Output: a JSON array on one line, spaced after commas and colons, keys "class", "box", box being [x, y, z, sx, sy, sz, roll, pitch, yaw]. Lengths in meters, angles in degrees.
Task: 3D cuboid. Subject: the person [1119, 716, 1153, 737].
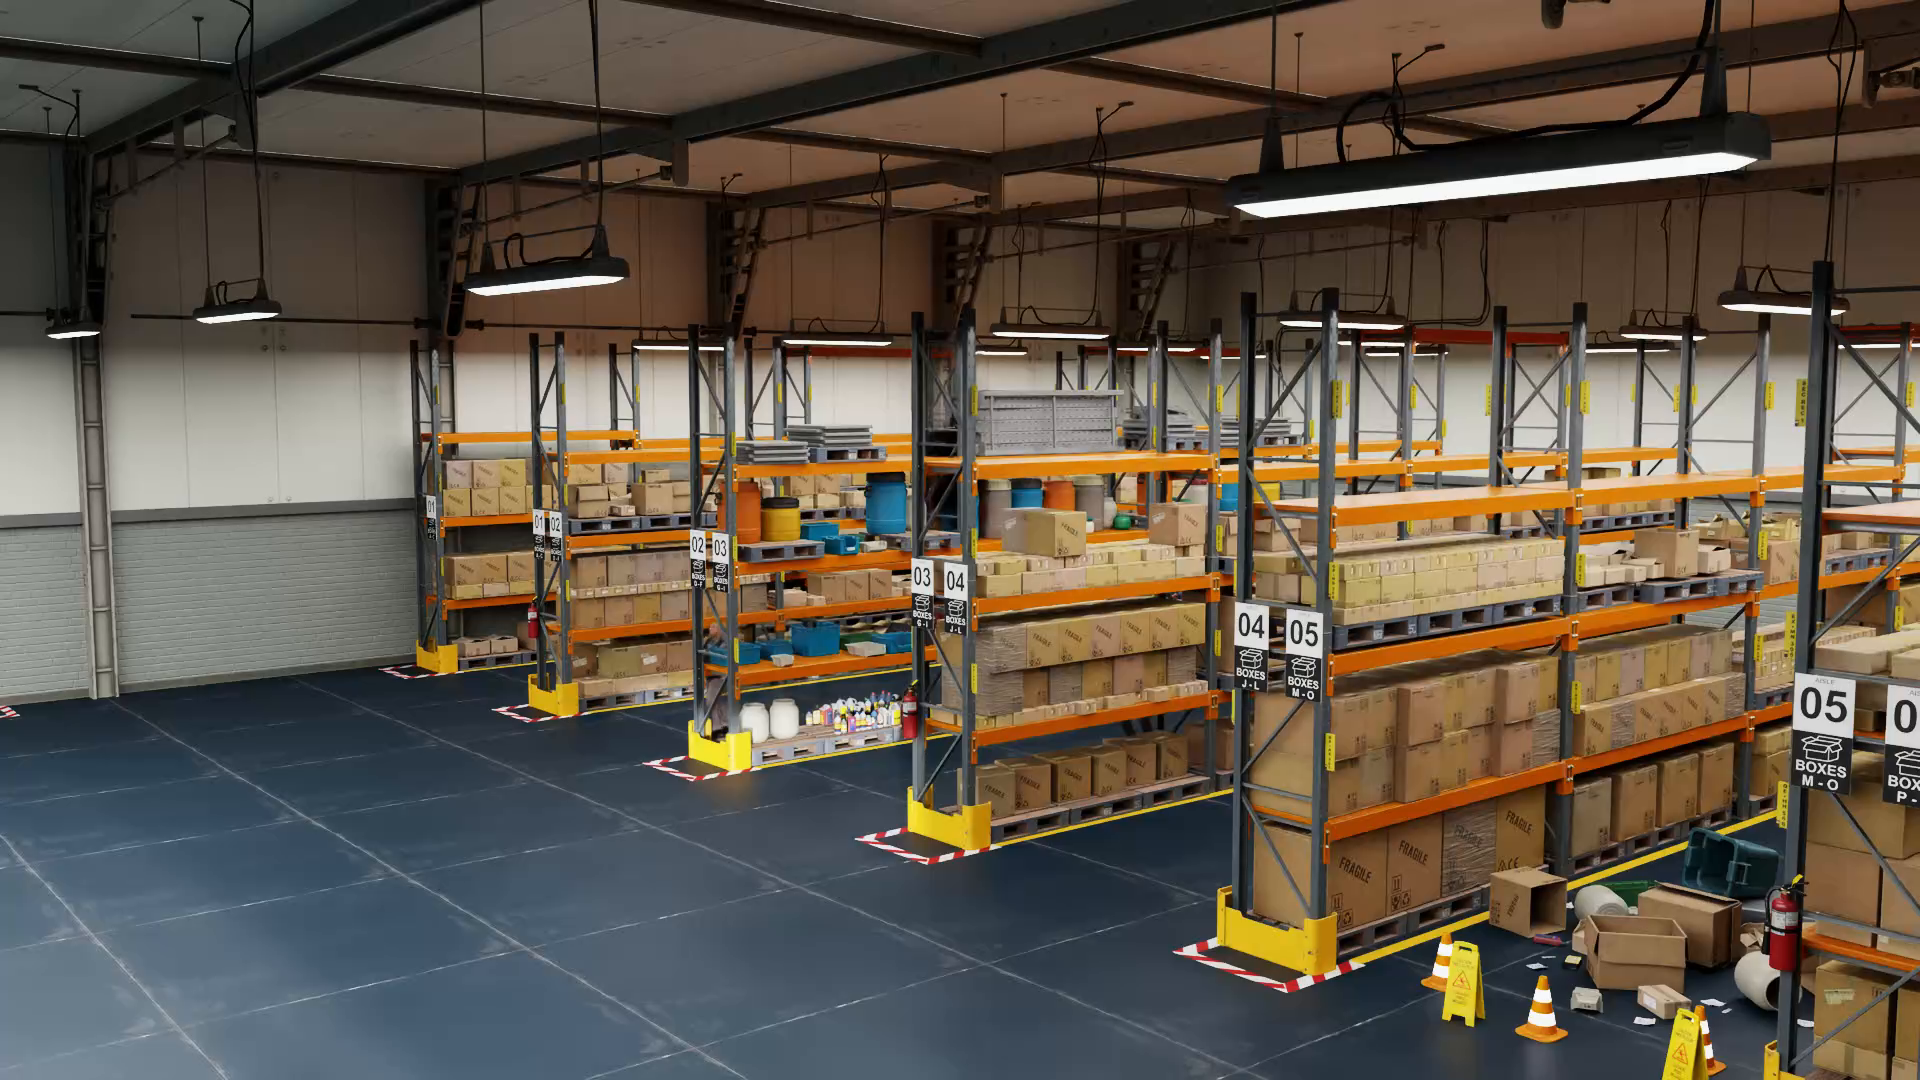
[{"class": "person", "box": [2.481, 2.182, 23.391, 0.684, 1.657, 0.548, -5, 7, -42]}]

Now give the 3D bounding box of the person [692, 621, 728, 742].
[{"class": "person", "box": [-3.581, 2.069, 24.293, 0.709, 1.772, 0.637, -5, 7, -43]}]
